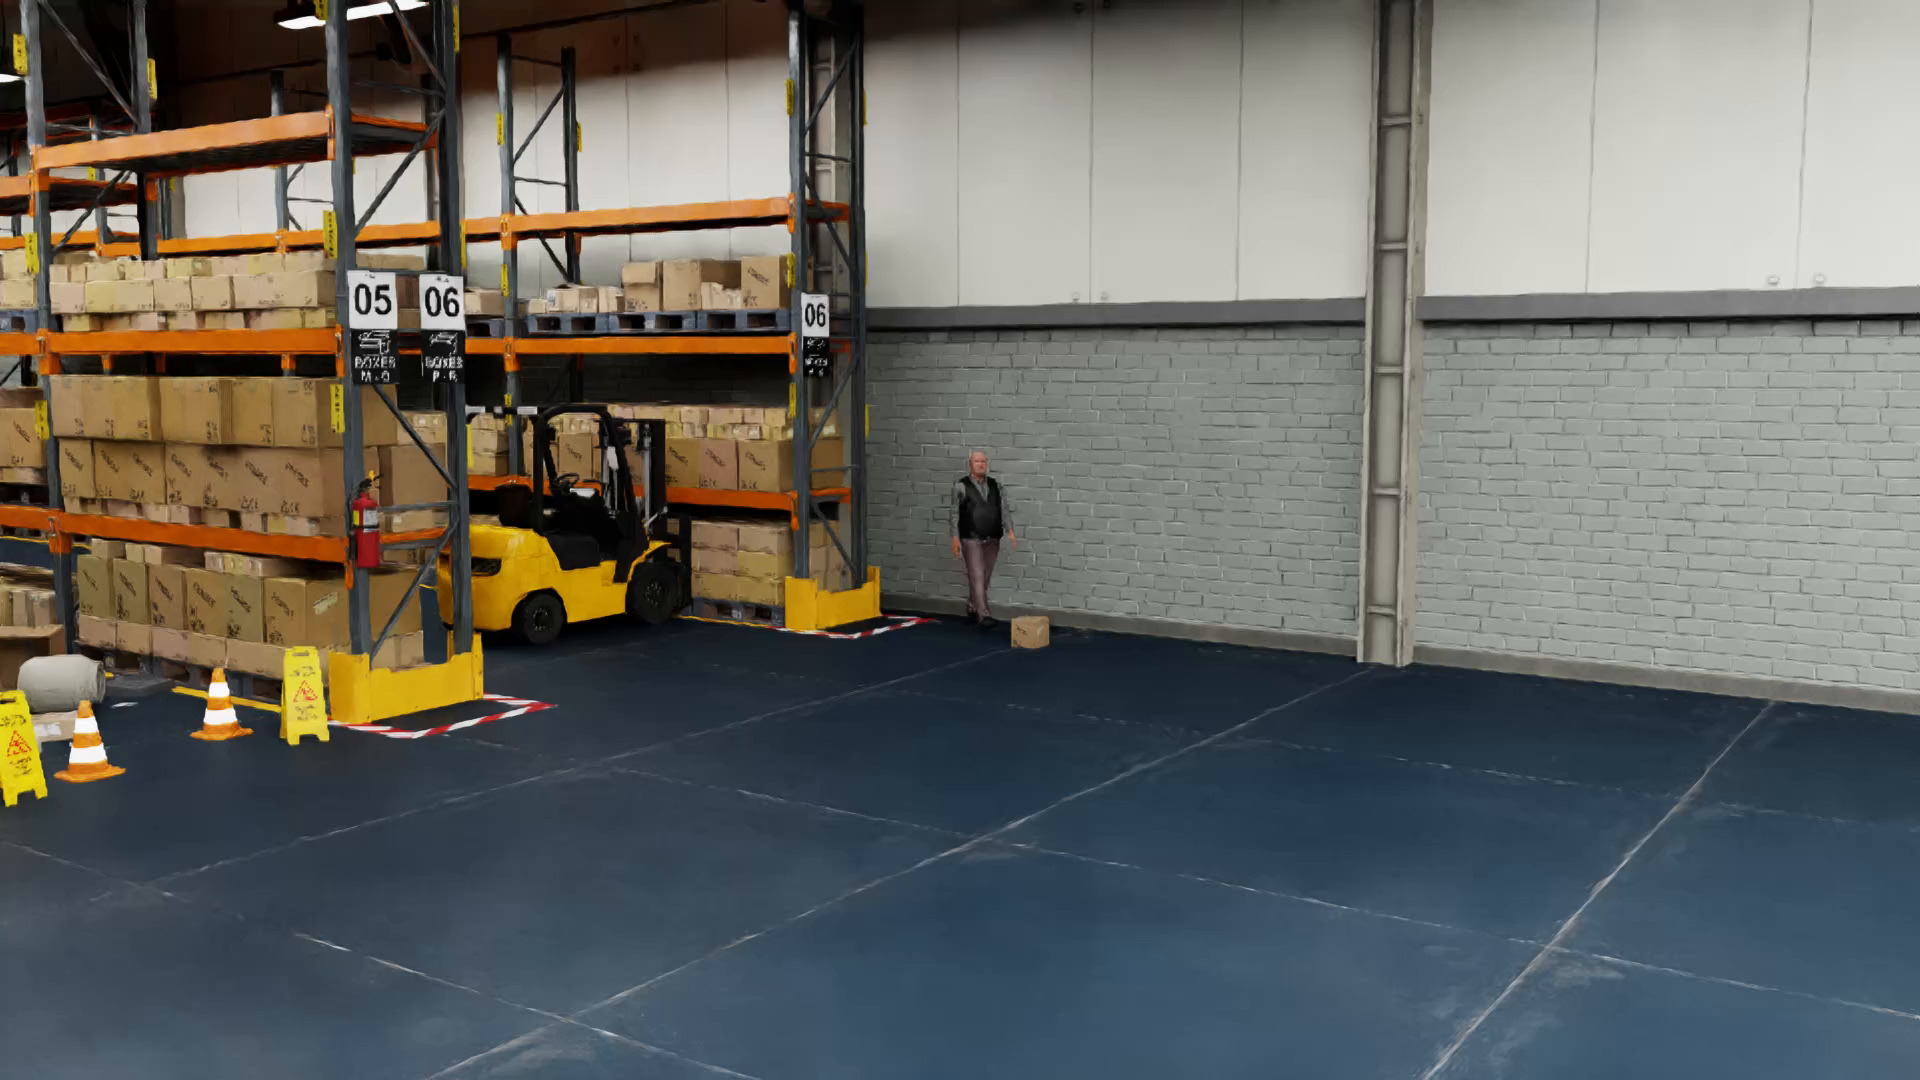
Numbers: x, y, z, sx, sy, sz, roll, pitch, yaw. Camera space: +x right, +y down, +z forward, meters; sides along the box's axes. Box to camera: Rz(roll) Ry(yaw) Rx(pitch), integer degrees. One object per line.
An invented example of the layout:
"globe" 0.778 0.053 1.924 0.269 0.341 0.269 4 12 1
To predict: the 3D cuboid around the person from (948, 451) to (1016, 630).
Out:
"person" 0.246 -0.005 15.846 0.575 1.677 0.952 -3 7 -27
